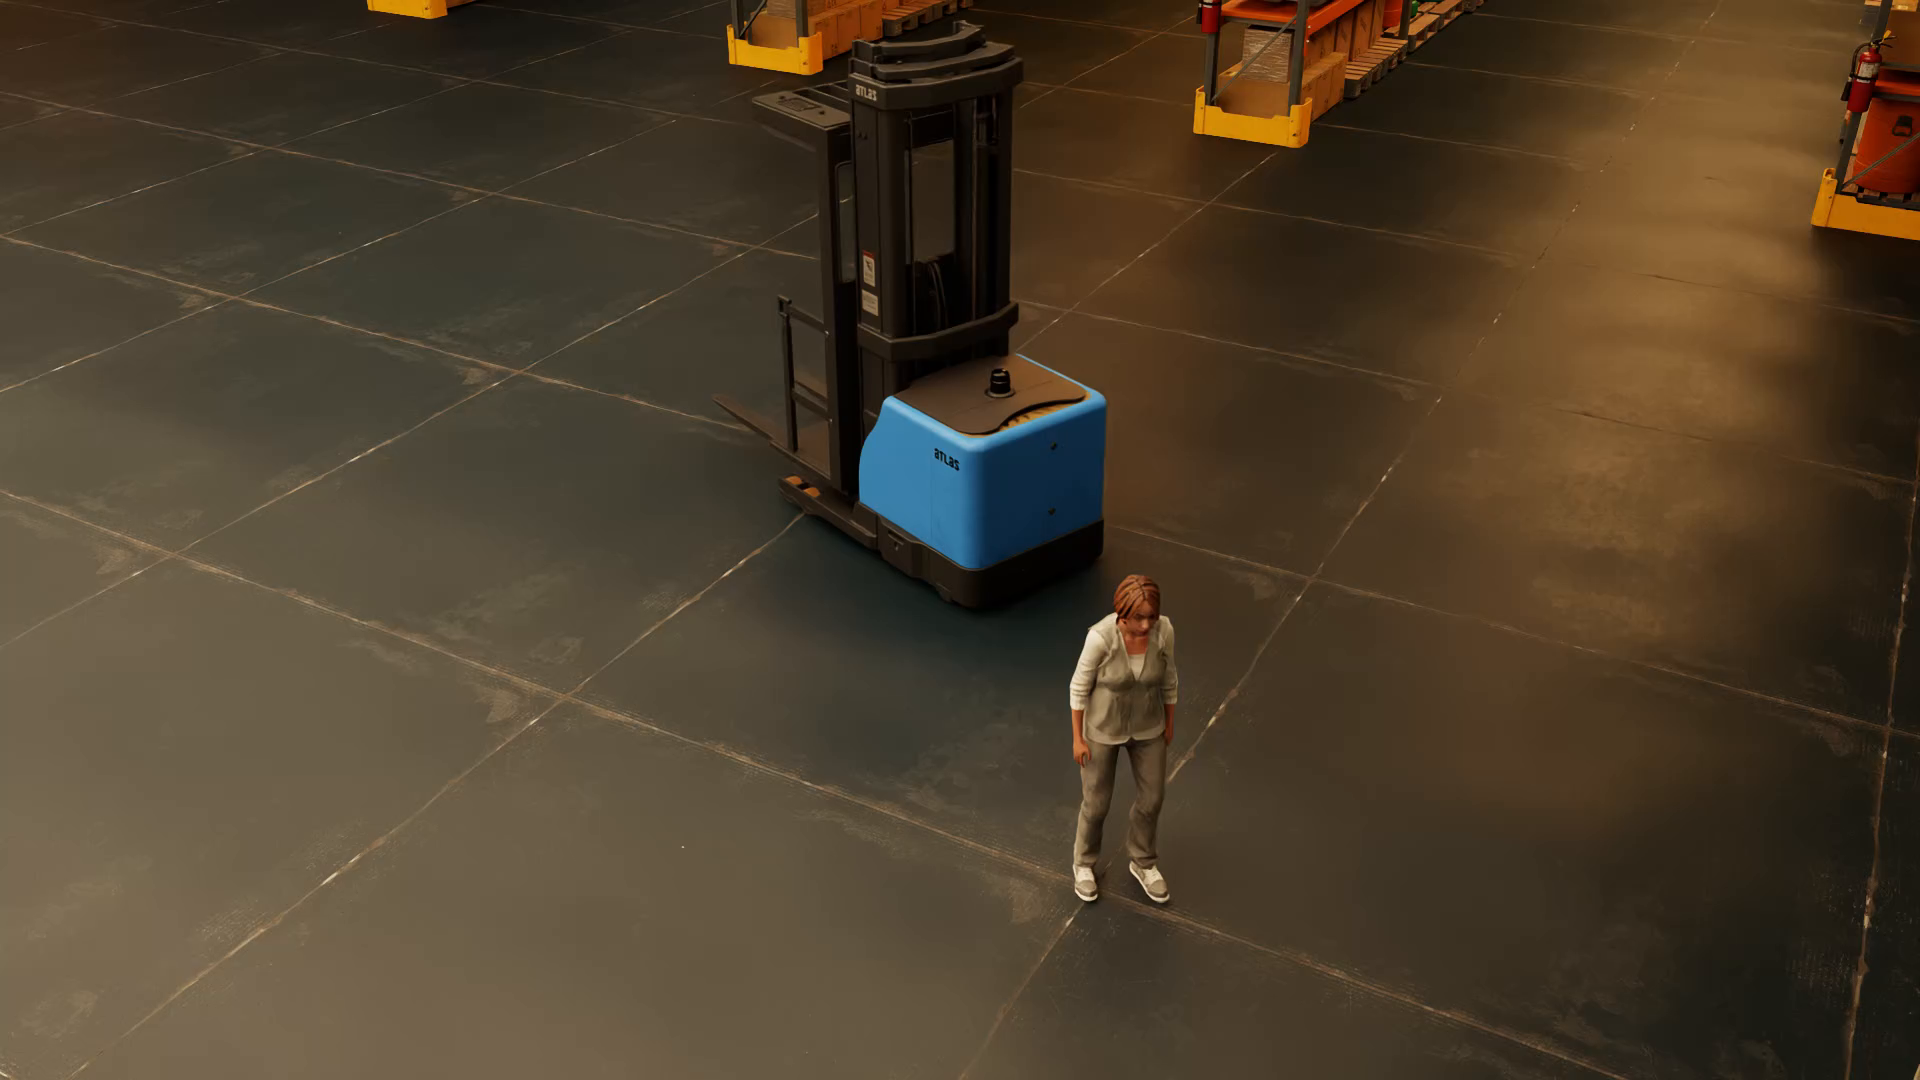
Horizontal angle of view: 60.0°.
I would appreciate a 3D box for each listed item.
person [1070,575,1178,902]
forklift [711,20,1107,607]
[{"bbox_3d":[0.694,0.828,6.988,0.469,1.600,0.369,-6,31,-10],"label":"person"},{"bbox_3d":[-0.476,-1.566,9.783,1.130,2.935,3.031,-22,37,-33],"label":"forklift"}]
